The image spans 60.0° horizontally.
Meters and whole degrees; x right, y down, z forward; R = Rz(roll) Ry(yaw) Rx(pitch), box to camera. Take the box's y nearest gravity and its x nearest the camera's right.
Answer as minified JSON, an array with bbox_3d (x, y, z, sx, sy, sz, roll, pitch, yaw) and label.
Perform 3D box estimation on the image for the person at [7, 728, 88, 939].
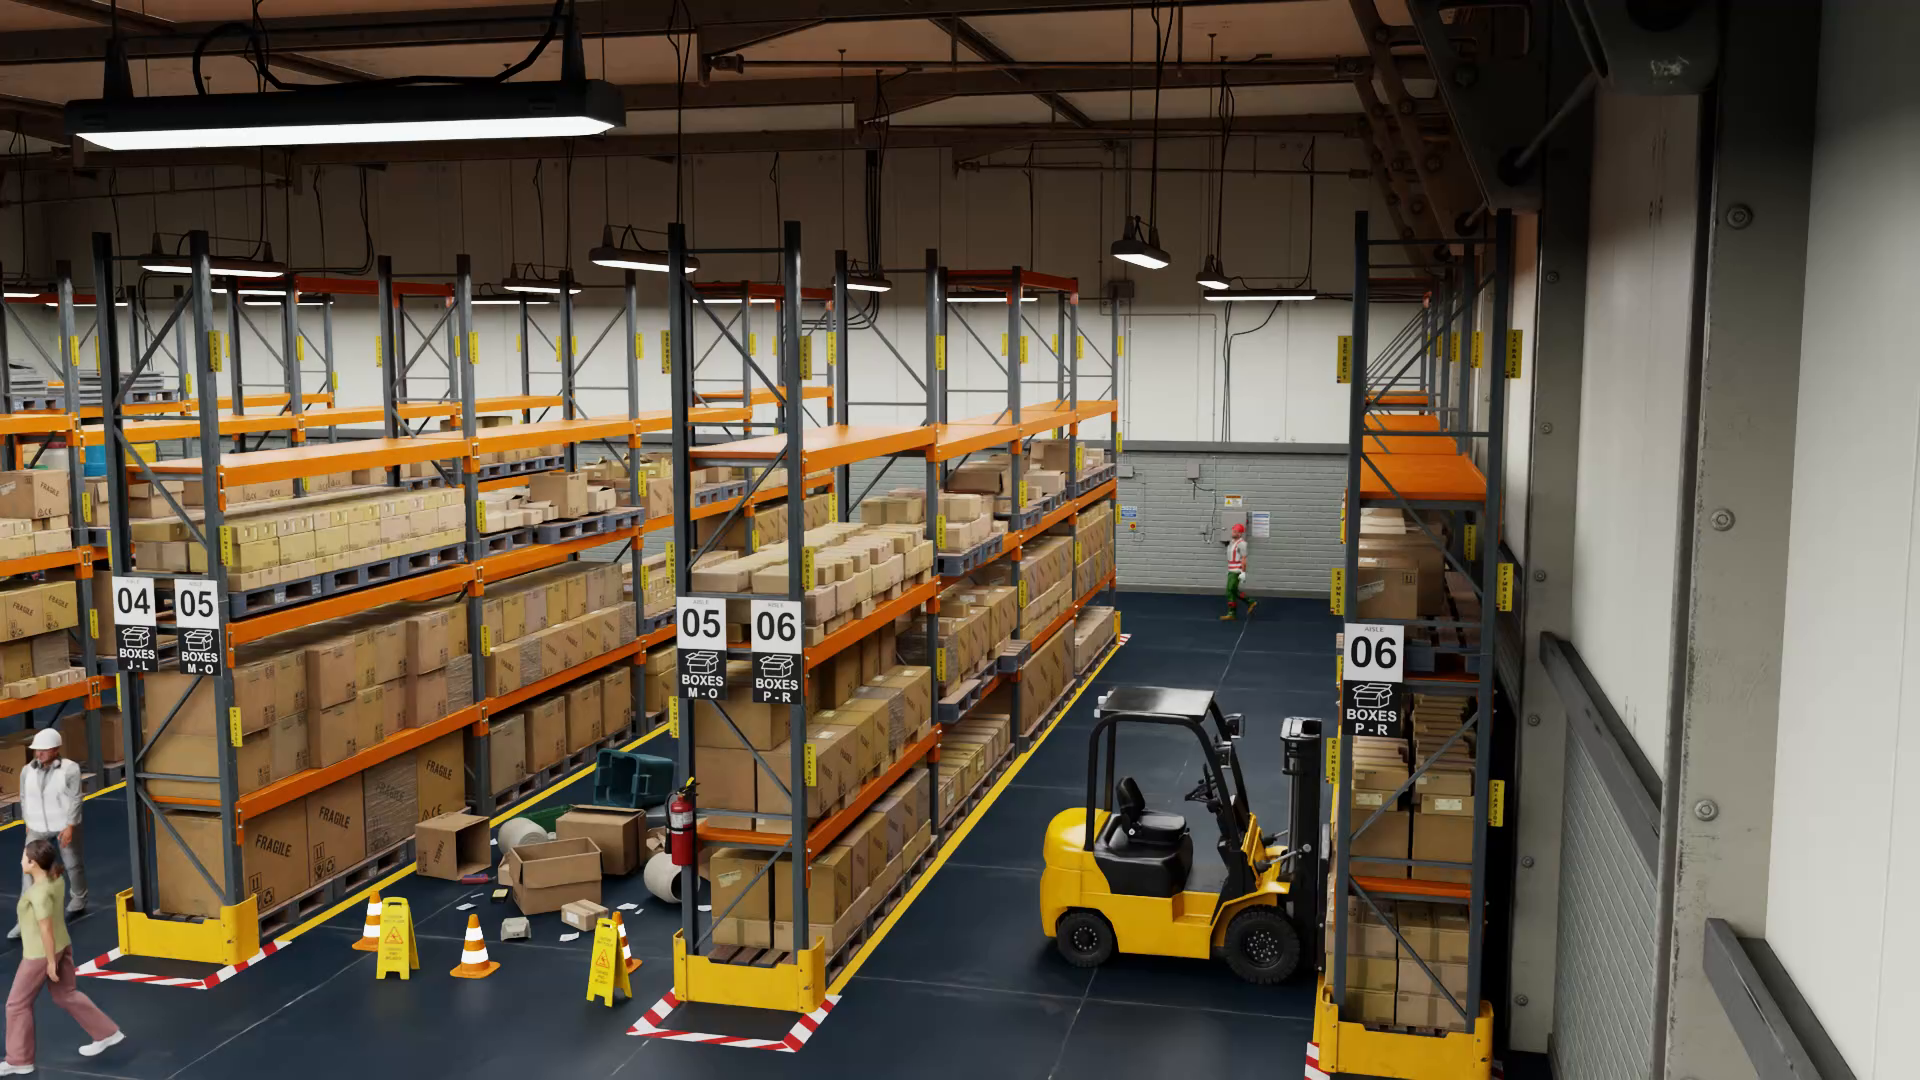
[{"bbox_3d":[-7.987,2.508,14.609,0.555,1.726,0.941,-1,7,-11],"label":"person"}]

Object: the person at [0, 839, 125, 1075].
[{"bbox_3d":[-6.441,2.922,11.769,0.836,1.643,0.442,-1,7,-7],"label":"person"}]

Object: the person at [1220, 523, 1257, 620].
[{"bbox_3d":[5.101,0.576,30.345,0.711,1.775,0.513,0,7,0],"label":"person"}]
